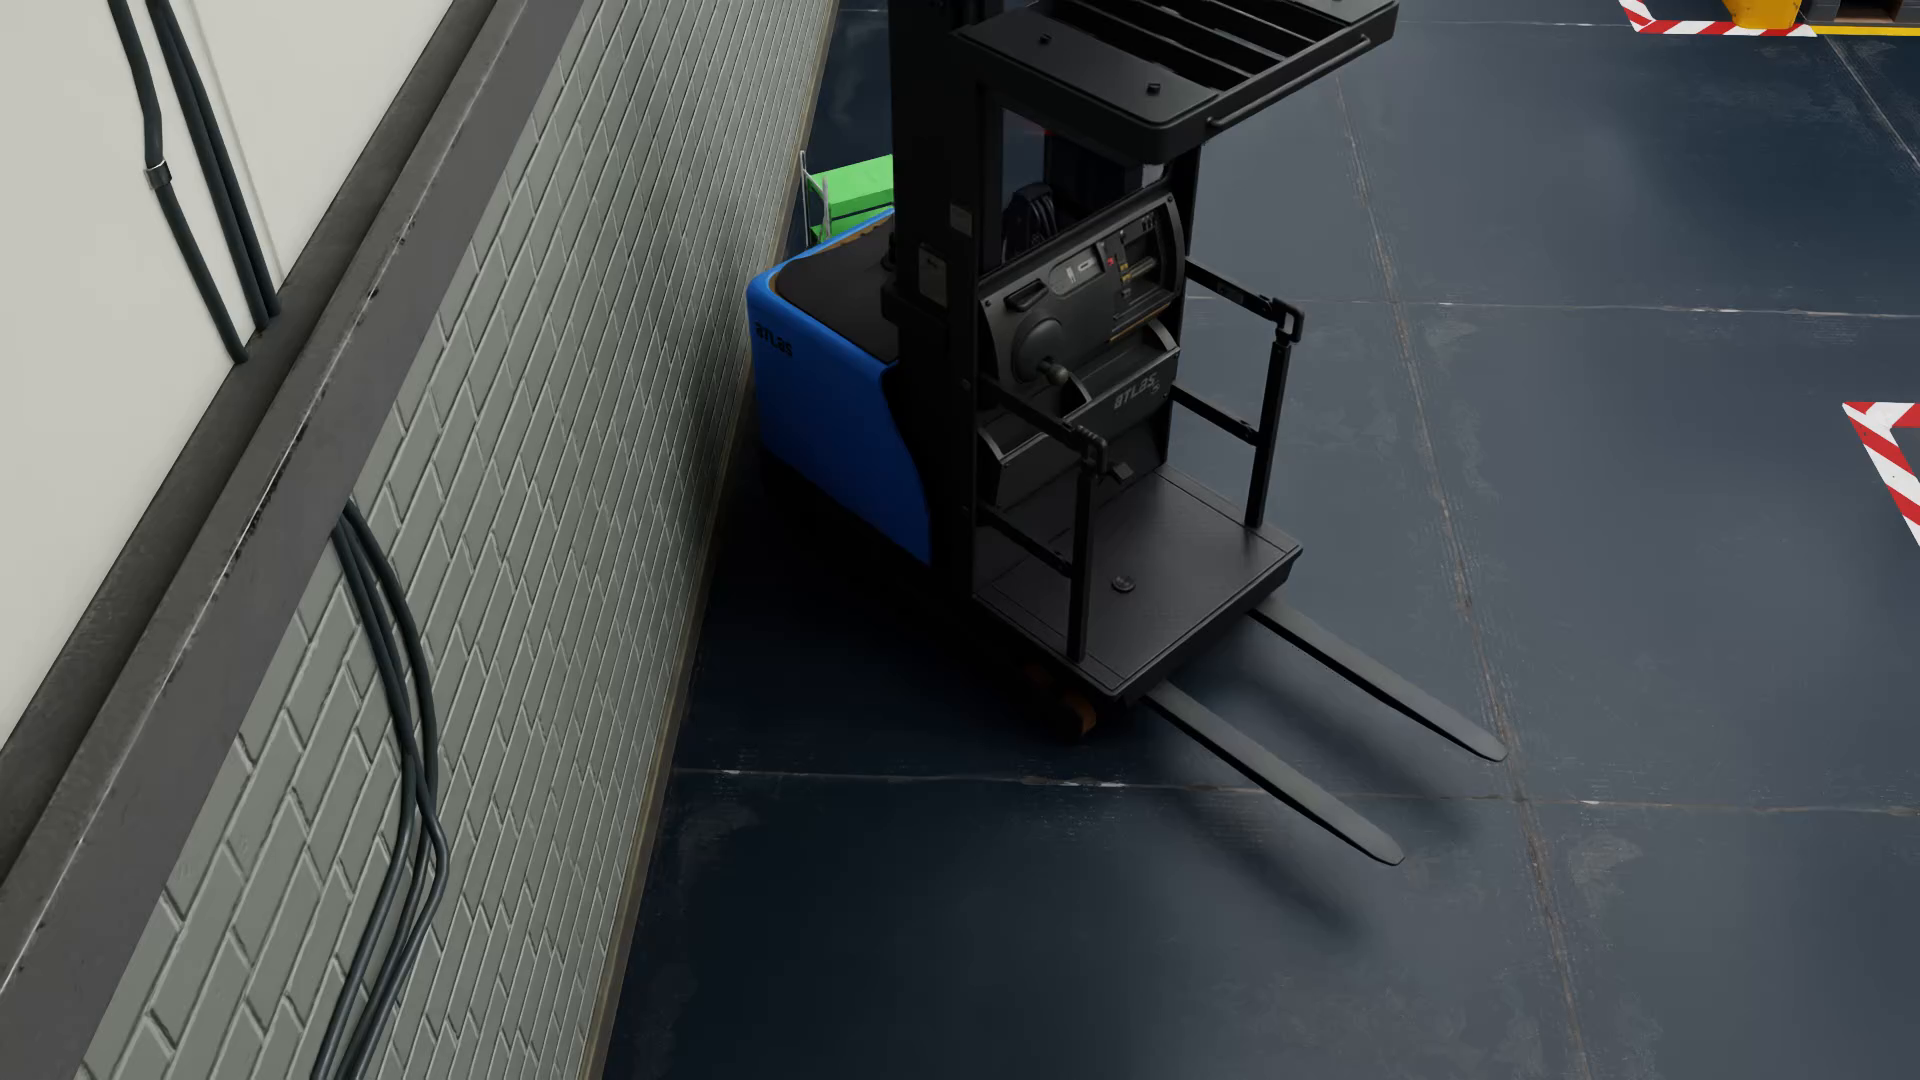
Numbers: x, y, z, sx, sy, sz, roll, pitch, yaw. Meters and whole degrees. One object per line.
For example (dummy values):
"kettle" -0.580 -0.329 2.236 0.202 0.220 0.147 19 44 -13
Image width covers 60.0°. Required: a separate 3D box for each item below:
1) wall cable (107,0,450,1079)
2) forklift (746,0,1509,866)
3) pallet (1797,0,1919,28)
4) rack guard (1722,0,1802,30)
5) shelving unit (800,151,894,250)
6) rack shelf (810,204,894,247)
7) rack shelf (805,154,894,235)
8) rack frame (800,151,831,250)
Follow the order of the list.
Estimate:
"wall cable" -1.144 0.673 1.703 0.112 2.526 3.097 2 43 2
"forklift" 0.569 -0.765 5.421 1.130 2.935 3.031 -34 52 -31
"pallet" 5.758 -3.525 10.379 1.213 0.211 1.003 2 43 2
"rack guard" 4.912 -3.674 10.327 0.348 0.500 1.175 2 43 2
"shelving unit" -0.364 -1.124 7.076 0.503 1.200 0.258 -20 46 -20
"rack shelf" -0.364 -1.253 6.956 0.480 0.148 0.258 -20 46 -20
"rack shelf" -0.364 -1.429 6.793 0.480 0.148 0.258 -20 46 -20
"rack frame" -0.581 -1.047 6.994 0.015 1.200 0.240 -20 46 -20
